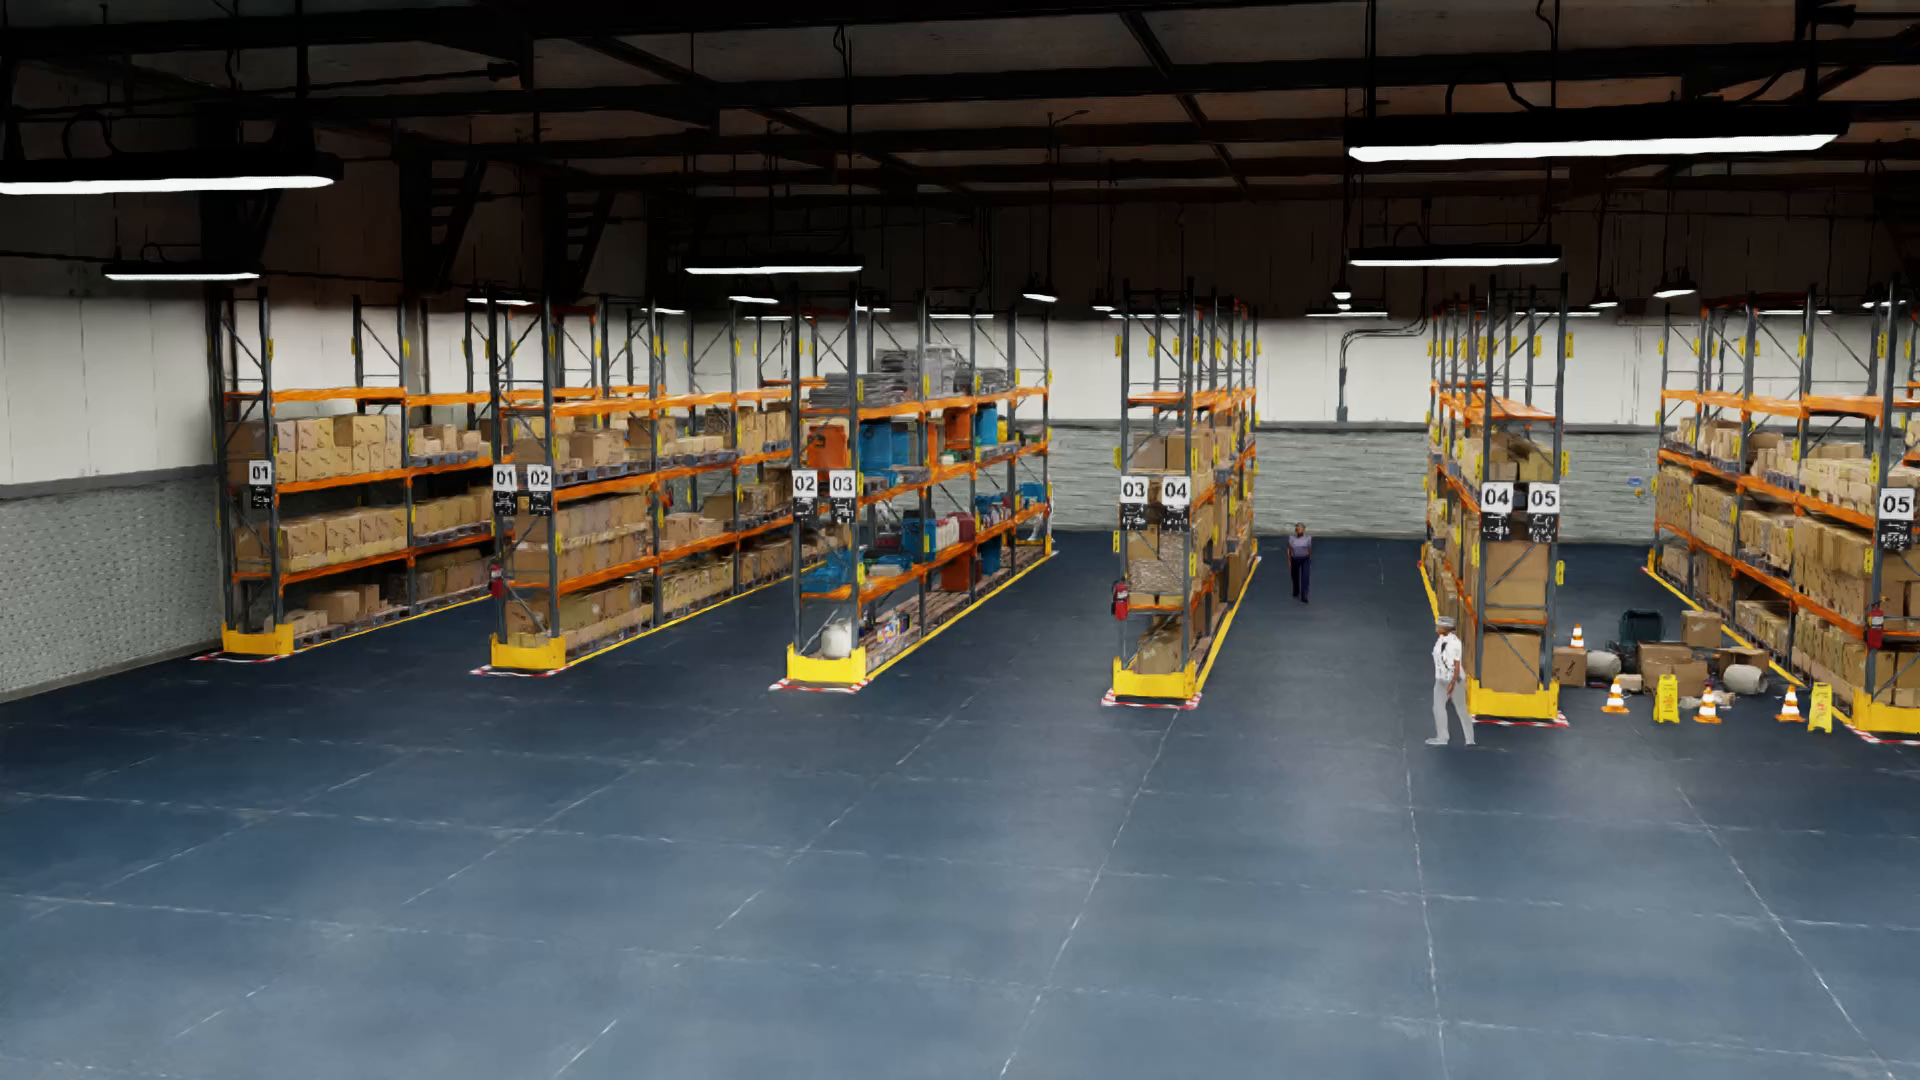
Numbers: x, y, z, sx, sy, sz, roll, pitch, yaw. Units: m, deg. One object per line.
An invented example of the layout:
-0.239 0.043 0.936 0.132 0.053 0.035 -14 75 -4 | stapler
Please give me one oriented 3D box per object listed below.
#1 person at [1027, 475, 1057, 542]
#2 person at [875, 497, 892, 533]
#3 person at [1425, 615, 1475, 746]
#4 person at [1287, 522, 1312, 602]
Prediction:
2.100 -0.816 43.025 0.760 1.773 0.508 -4 8 -33 | person
-2.114 -0.877 43.680 0.698 1.719 0.792 -1 7 -6 | person
6.236 1.774 21.028 0.600 1.656 0.504 -2 7 -19 | person
6.743 0.450 33.089 0.475 1.496 1.090 2 7 16 | person
